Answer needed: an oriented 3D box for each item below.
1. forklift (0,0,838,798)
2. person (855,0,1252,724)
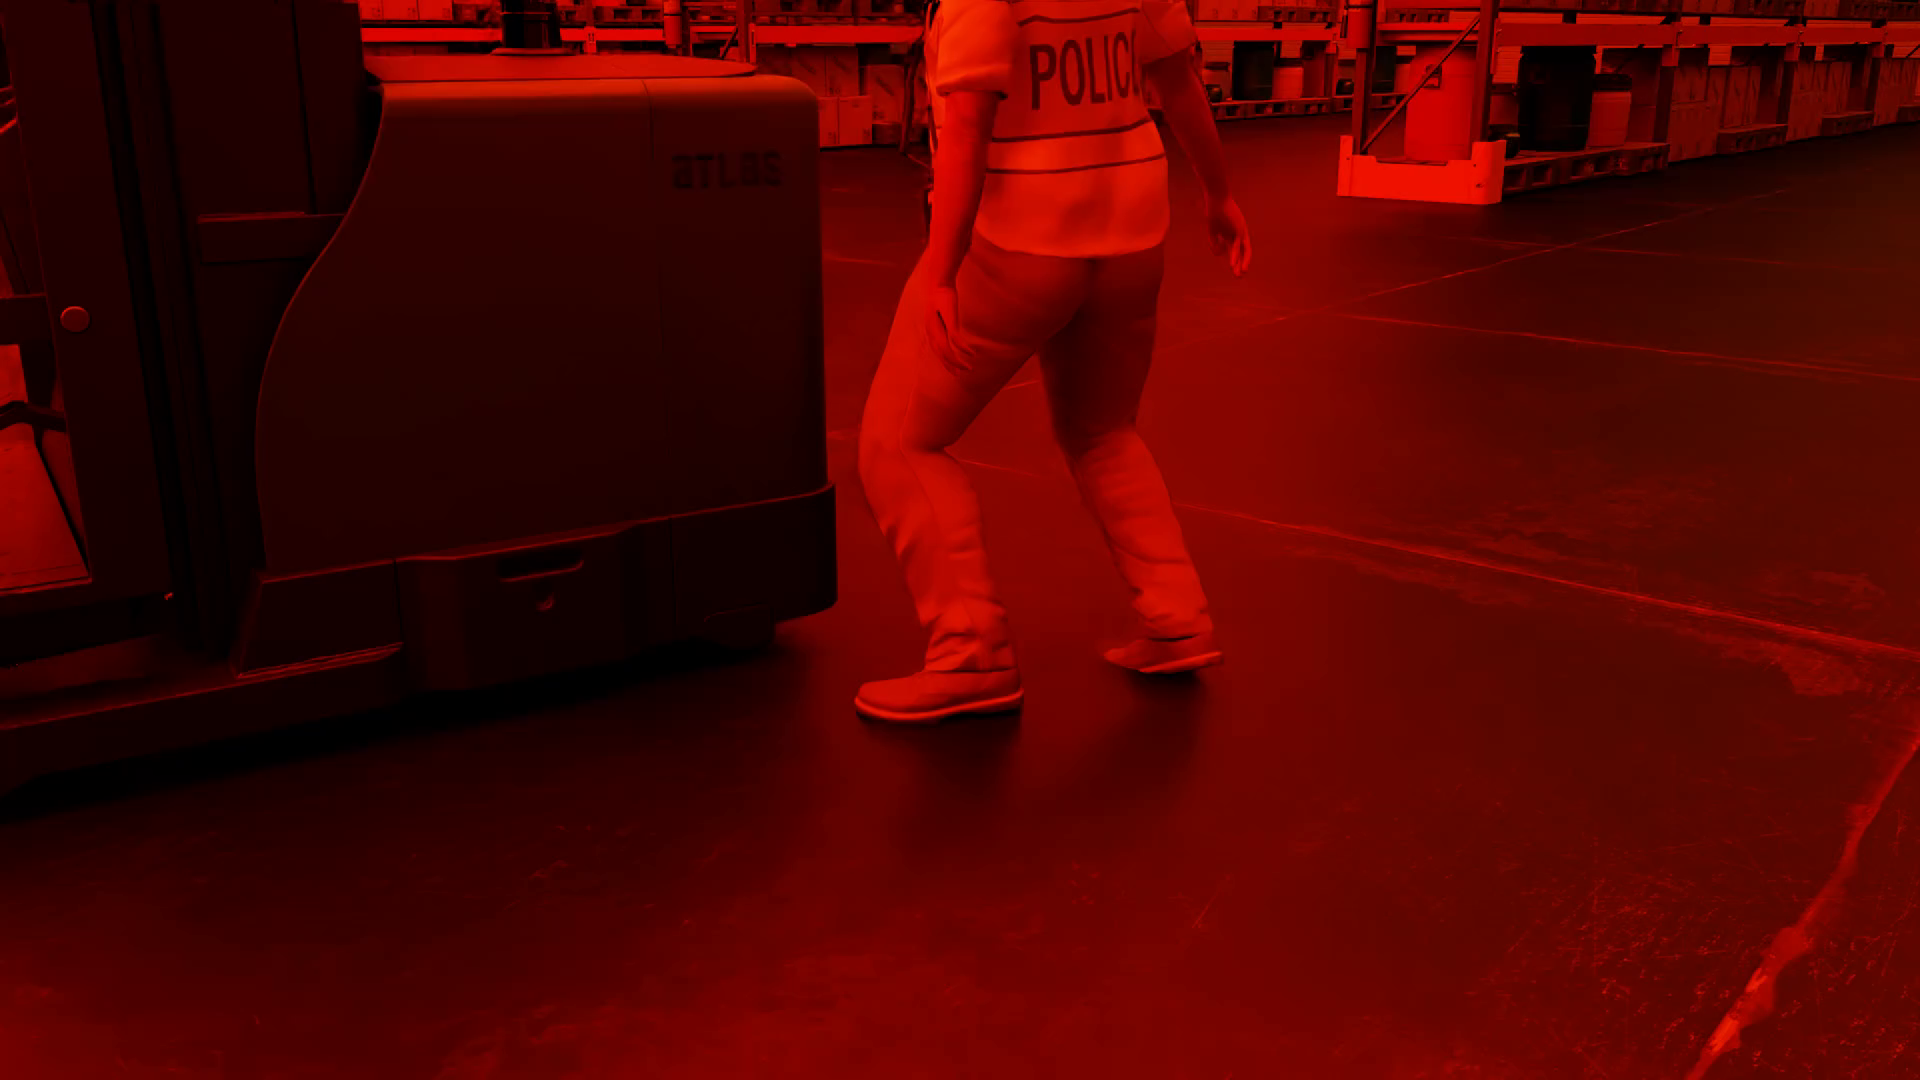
[{"bbox_3d":[-1.765,-1.099,2.518,3.031,2.935,1.130,-10,20,-31],"label":"forklift"},{"bbox_3d":[0.183,-0.495,2.916,0.840,1.645,0.506,-14,22,-38],"label":"person"}]
